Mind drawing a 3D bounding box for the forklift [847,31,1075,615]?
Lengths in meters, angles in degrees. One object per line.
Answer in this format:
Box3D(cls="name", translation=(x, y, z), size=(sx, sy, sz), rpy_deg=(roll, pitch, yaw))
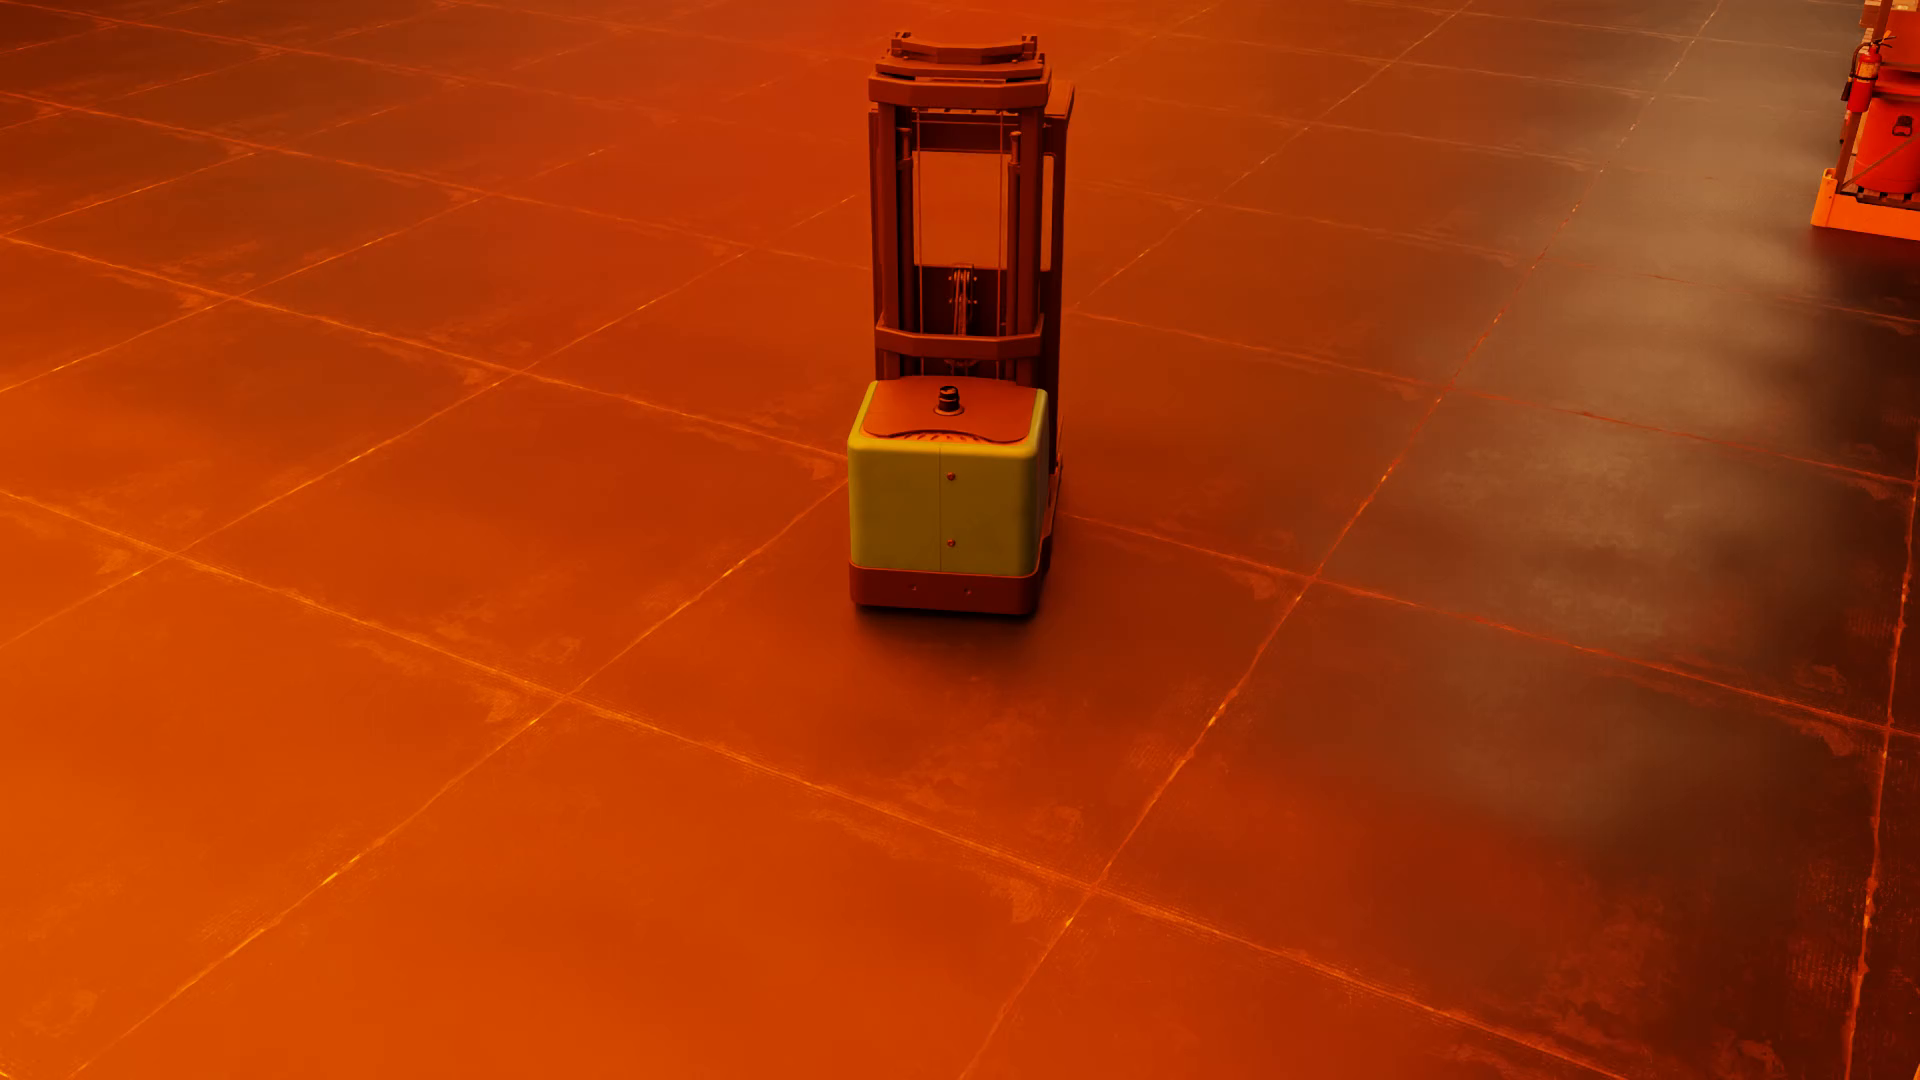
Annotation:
Box3D(cls="forklift", translation=(0.072, -1.572, 9.794), size=(1.130, 2.935, 3.031), rpy_deg=(3, 30, 6))
